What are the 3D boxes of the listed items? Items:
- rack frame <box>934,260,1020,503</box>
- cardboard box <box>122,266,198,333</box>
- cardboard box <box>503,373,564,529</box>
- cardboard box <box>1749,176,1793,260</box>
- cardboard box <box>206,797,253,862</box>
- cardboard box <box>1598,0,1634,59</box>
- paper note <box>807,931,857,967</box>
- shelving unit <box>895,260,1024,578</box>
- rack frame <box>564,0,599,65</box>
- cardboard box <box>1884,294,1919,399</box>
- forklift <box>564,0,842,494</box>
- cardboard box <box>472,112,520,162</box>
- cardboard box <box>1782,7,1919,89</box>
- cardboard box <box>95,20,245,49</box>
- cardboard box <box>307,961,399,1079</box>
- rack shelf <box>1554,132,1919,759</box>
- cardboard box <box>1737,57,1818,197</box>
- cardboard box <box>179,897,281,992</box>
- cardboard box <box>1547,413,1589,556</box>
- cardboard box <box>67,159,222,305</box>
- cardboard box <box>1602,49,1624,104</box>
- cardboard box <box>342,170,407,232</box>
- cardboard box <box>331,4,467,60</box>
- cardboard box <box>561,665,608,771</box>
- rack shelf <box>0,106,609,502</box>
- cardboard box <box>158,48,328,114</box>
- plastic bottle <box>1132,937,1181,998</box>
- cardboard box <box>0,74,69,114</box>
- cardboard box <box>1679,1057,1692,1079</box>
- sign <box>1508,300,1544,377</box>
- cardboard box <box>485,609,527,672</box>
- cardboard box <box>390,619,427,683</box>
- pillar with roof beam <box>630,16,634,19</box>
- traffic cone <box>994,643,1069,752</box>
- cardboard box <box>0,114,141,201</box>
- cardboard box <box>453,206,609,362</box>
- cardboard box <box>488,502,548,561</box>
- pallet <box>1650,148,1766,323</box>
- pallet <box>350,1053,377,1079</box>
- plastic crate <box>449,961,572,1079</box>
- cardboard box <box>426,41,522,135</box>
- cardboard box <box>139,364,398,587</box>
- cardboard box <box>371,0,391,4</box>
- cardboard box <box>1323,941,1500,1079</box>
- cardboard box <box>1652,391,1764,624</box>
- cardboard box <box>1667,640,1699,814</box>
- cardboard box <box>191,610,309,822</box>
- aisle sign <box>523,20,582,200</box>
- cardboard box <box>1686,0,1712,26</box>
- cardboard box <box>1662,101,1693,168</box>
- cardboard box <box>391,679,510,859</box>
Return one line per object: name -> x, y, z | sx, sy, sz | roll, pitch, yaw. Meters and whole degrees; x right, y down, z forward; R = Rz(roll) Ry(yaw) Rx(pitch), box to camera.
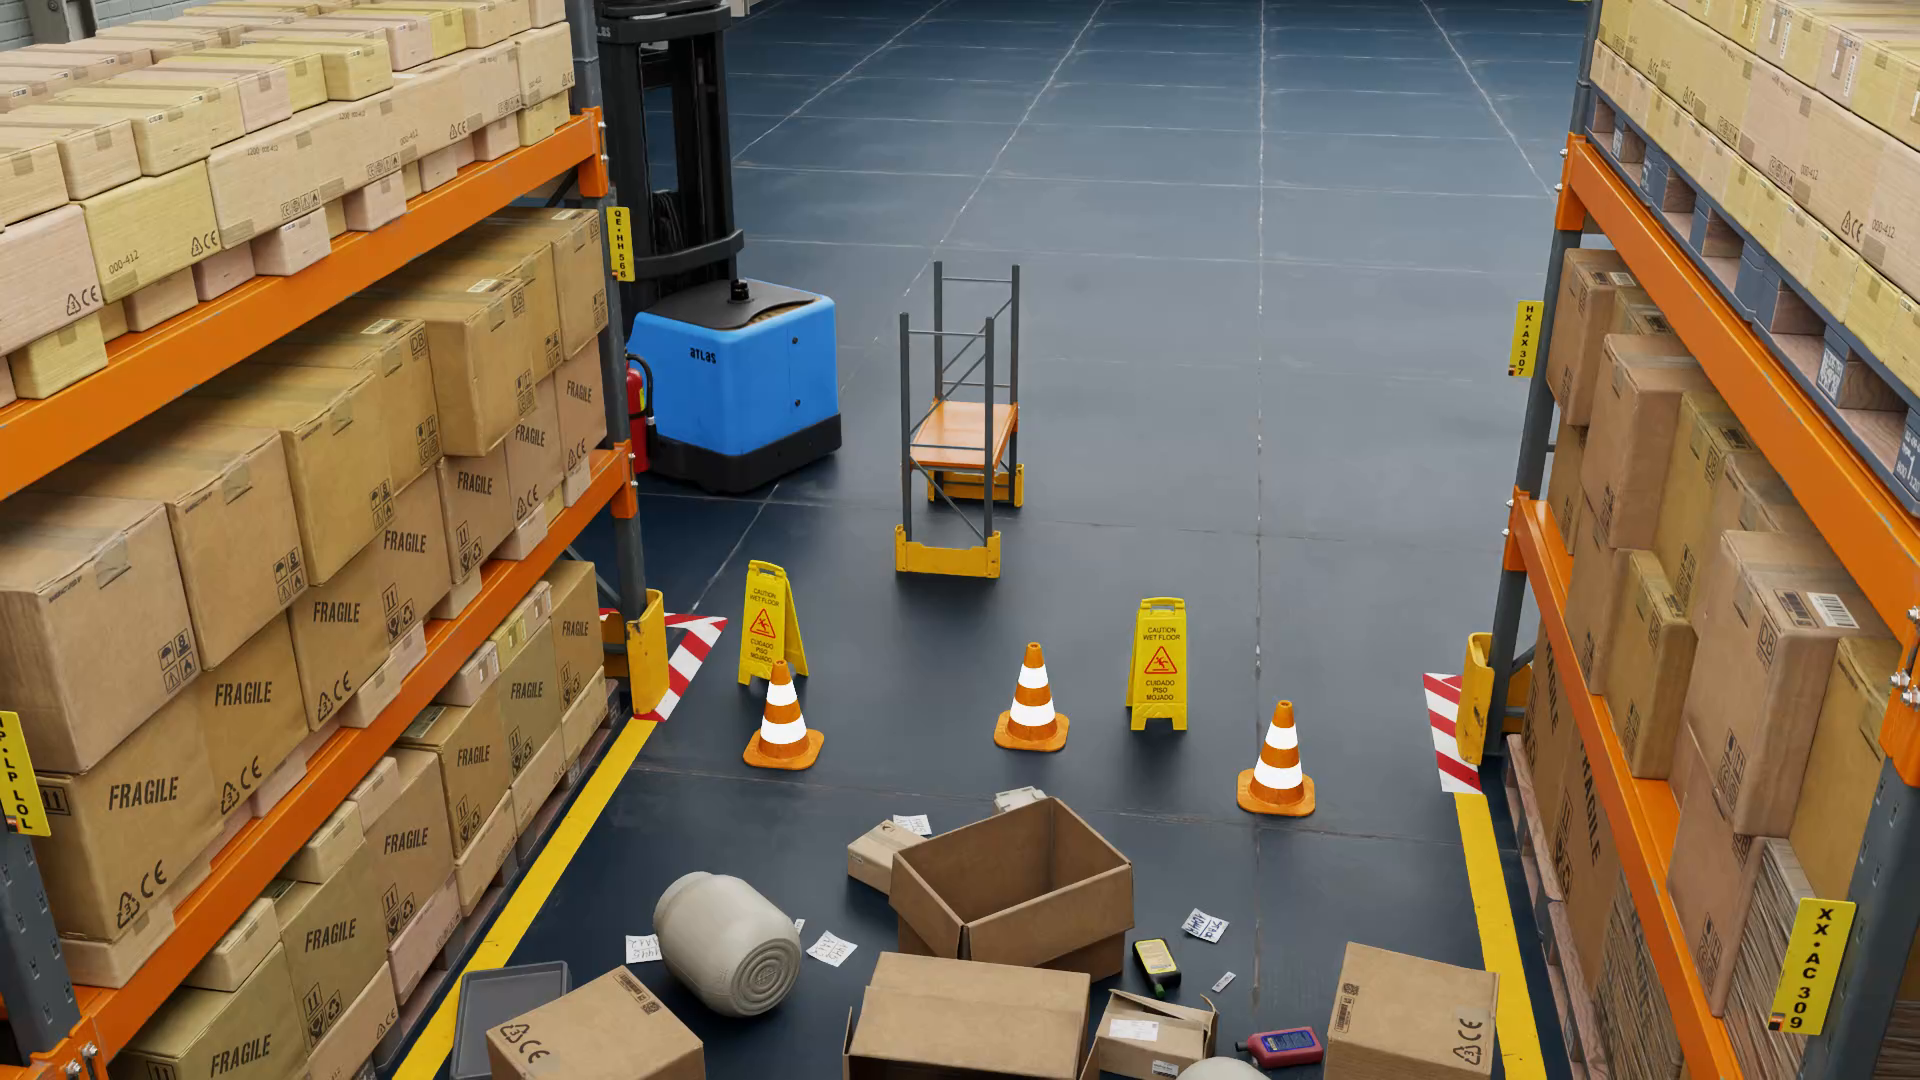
rack frame -> 0.097, -0.928, 9.962 | 0.500, 1.500, 0.032 | 4, 25, 9
cardboard box -> -2.267, -0.666, 4.392 | 0.380, 0.149, 0.250 | 5, 26, 10
cardboard box -> -1.919, -0.387, 6.569 | 0.500, 0.500, 0.500 | 4, 25, 9
cardboard box -> 2.141, -0.768, 3.996 | 0.380, 0.149, 0.250 | 4, 25, 9
cardboard box -> -2.298, 0.793, 4.814 | 0.380, 0.149, 0.250 | 4, 25, 8
cardboard box -> 2.552, -1.838, 5.813 | 0.500, 0.250, 0.500 | 4, 25, 8
paper note -> -0.493, 1.566, 6.381 | 0.148, 0.019, 0.142 | 13, 28, 26
shelving unit -> 0.012, -0.711, 9.500 | 0.587, 1.500, 1.083 | 4, 25, 9
rack frame -> -2.016, -3.379, 6.354 | 1.000, 3.000, 0.127 | 4, 25, 9
cardboard box -> 1.975, -0.343, 3.089 | 0.380, 0.149, 0.250 | 4, 25, 8
forklift -> -2.260, -2.095, 10.768 | 3.031, 2.935, 1.130 | 17, 30, 33
cardboard box -> -1.883, -1.523, 6.223 | 0.380, 0.149, 0.250 | 5, 26, 10
cardboard box -> 2.141, -1.128, 3.827 | 0.380, 0.149, 0.250 | 4, 25, 9
cardboard box -> -2.586, -1.613, 5.475 | 0.380, 0.149, 0.250 | 5, 25, 10
cardboard box -> -2.230, 1.614, 5.511 | 0.500, 0.250, 0.500 | 5, 26, 11
rack shelf -> 2.558, -0.557, 4.713 | 1.077, 0.370, 4.000 | 4, 25, 9
cardboard box -> 2.224, -0.993, 4.008 | 0.500, 0.250, 0.500 | 4, 25, 8
cardboard box -> -2.227, 1.157, 4.839 | 0.380, 0.149, 0.250 | 4, 25, 9
cardboard box -> 2.868, -0.271, 6.613 | 0.875, 0.550, 0.550 | 4, 25, 9
cardboard box -> -2.252, -0.796, 4.199 | 0.500, 0.250, 0.500 | 4, 25, 8
cardboard box -> 2.471, -1.614, 5.804 | 0.380, 0.149, 0.250 | 4, 25, 9
cardboard box -> -2.005, -1.092, 5.304 | 0.380, 0.149, 0.250 | 4, 25, 8
cardboard box -> -1.976, -1.790, 5.853 | 0.380, 0.149, 0.250 | 4, 25, 9
cardboard box -> -1.886, 0.760, 7.336 | 0.500, 0.250, 0.500 | 4, 25, 8
rack shelf -> -2.342, -0.858, 5.355 | 1.077, 0.370, 4.000 | 4, 25, 9
cardboard box -> -2.123, -1.360, 4.934 | 0.380, 0.149, 0.250 | 5, 25, 10
plastic bottle -> 0.748, 1.608, 6.243 | 0.133, 0.061, 0.283 | -5, 25, -10
cardboard box -> -2.678, -1.179, 4.548 | 0.380, 0.149, 0.250 | 4, 25, 7
cardboard box -> 2.403, 1.826, 4.322 | 0.875, 0.875, 0.875 | 4, 25, 9
sign -> 2.338, -0.830, 6.870 | 0.100, 0.325, 0.005 | 4, 25, 9
cardboard box -> -1.927, 0.376, 6.506 | 0.380, 0.149, 0.250 | 4, 25, 9
cardboard box -> -2.069, 0.374, 5.710 | 0.380, 0.149, 0.250 | 4, 25, 8
pillar with roof beam -> -0.727, -10.722, 22.042 | 9.100, 9.000, 0.400 | 4, 25, 9
traffic cone -> 0.337, 0.691, 7.728 | 0.336, 0.463, 0.334 | 4, 25, 9
cardboard box -> -2.230, -0.924, 4.004 | 0.380, 0.149, 0.250 | 3, 25, 7
cardboard box -> -1.884, -1.066, 6.841 | 0.700, 0.500, 0.500 | 3, 25, 7
cardboard box -> -1.873, -0.048, 6.610 | 0.380, 0.149, 0.250 | 4, 25, 9
pallet -> 2.576, -0.857, 4.608 | 1.003, 0.211, 1.213 | 4, 25, 9
pallet -> -2.594, 1.991, 5.248 | 1.003, 0.211, 1.213 | 4, 25, 9
plastic crate -> -1.604, 1.734, 5.952 | 0.402, 0.080, 0.583 | -5, 25, -10
cardboard box -> -1.930, -1.645, 6.014 | 0.500, 0.250, 0.500 | 4, 25, 8
cardboard box -> -2.170, -0.211, 5.014 | 0.700, 0.500, 0.500 | 3, 25, 7
cardboard box -> -2.301, -2.027, 6.359 | 0.380, 0.149, 0.250 | 4, 25, 8
cardboard box -> 1.472, 1.722, 5.477 | 0.500, 0.500, 0.500 | 8, 26, 18
cardboard box -> 2.603, -0.074, 4.918 | 0.875, 0.550, 0.500 | 4, 25, 9
cardboard box -> 2.551, 0.639, 4.669 | 0.875, 0.550, 0.550 | 4, 25, 9
cardboard box -> -2.263, 0.455, 4.771 | 0.500, 0.500, 0.500 | 4, 25, 8
aisle sign -> -1.719, -1.845, 7.087 | 0.394, 0.787, 0.004 | 4, 25, 9
cardboard box -> 2.307, -1.553, 4.735 | 0.380, 0.149, 0.250 | 4, 25, 8
cardboard box -> 2.306, -1.192, 4.904 | 0.380, 0.149, 0.250 | 4, 25, 8
cardboard box -> -2.061, 0.836, 6.289 | 0.500, 0.500, 0.500 | 3, 25, 7
